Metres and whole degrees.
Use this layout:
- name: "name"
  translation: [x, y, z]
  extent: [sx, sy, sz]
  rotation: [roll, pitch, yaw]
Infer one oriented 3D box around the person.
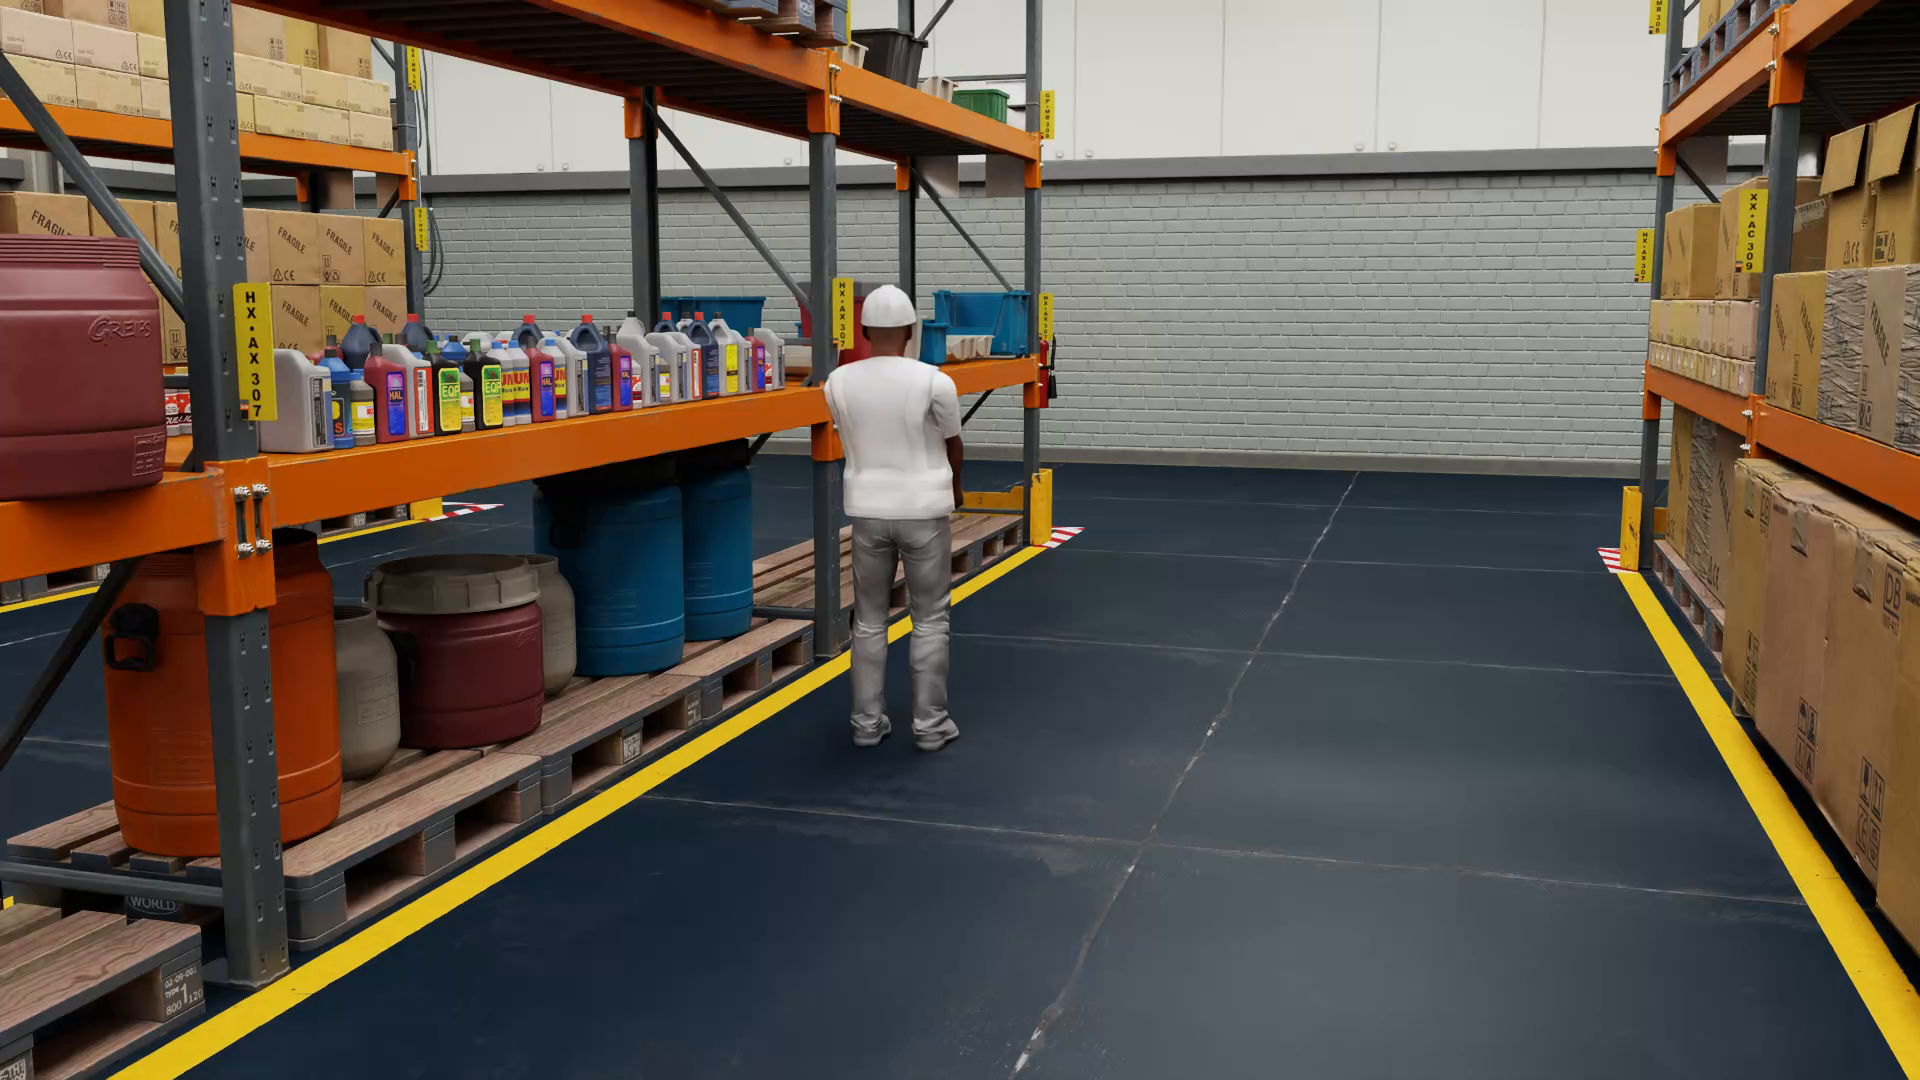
- name: "person"
  translation: [-0.222, -0.097, 6.437]
  extent: [0.504, 1.760, 0.575]
  rotation: [2, 9, 15]
